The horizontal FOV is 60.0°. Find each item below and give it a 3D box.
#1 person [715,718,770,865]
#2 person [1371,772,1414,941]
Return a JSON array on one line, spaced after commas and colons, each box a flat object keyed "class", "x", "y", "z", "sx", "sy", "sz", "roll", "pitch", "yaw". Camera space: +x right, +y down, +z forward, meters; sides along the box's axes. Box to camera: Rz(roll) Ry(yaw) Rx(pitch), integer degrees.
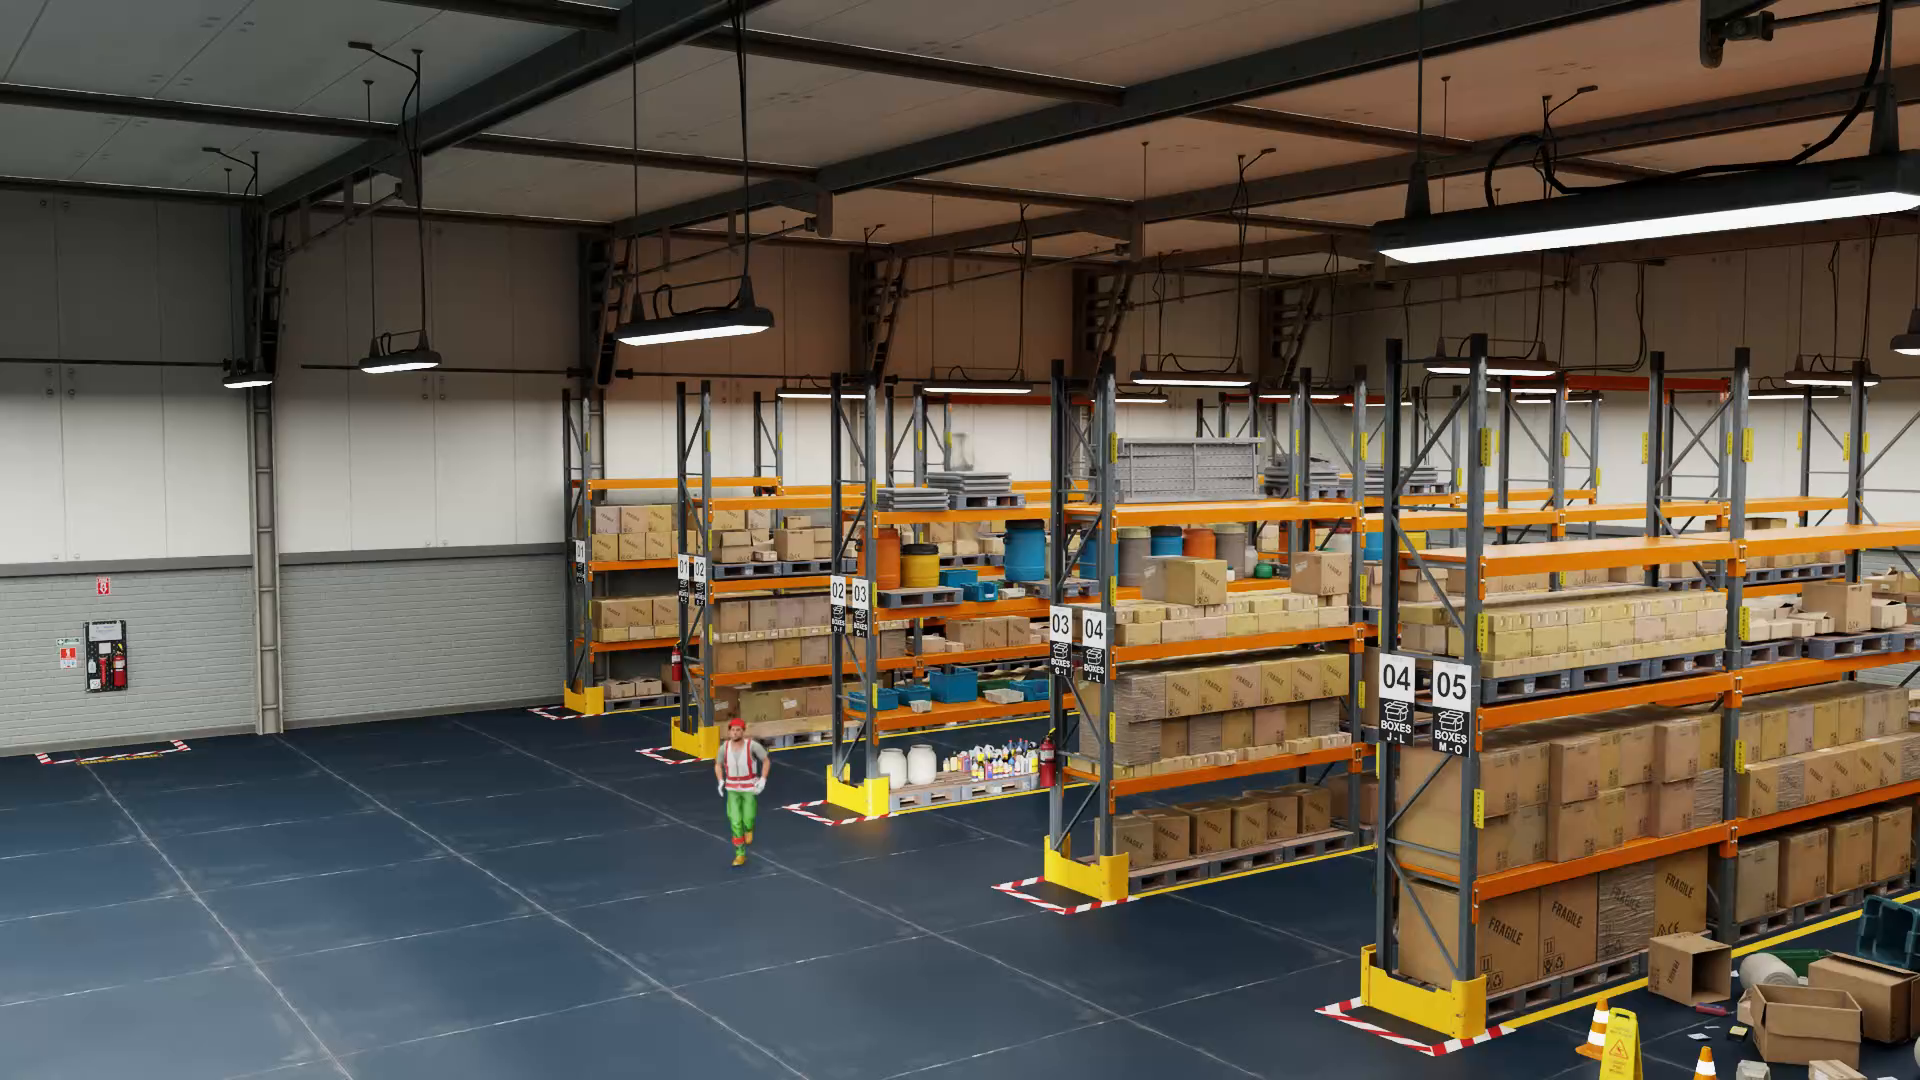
[{"class": "person", "x": -2.625, "y": 3.005, "z": 20.078, "sx": 0.667, "sy": 1.760, "sz": 0.664, "roll": 0, "pitch": 4, "yaw": 4}, {"class": "person", "x": 4.459, "y": 3.308, "z": 16.918, "sx": 0.739, "sy": 1.539, "sz": 0.548, "roll": 4, "pitch": 5, "yaw": 45}]
